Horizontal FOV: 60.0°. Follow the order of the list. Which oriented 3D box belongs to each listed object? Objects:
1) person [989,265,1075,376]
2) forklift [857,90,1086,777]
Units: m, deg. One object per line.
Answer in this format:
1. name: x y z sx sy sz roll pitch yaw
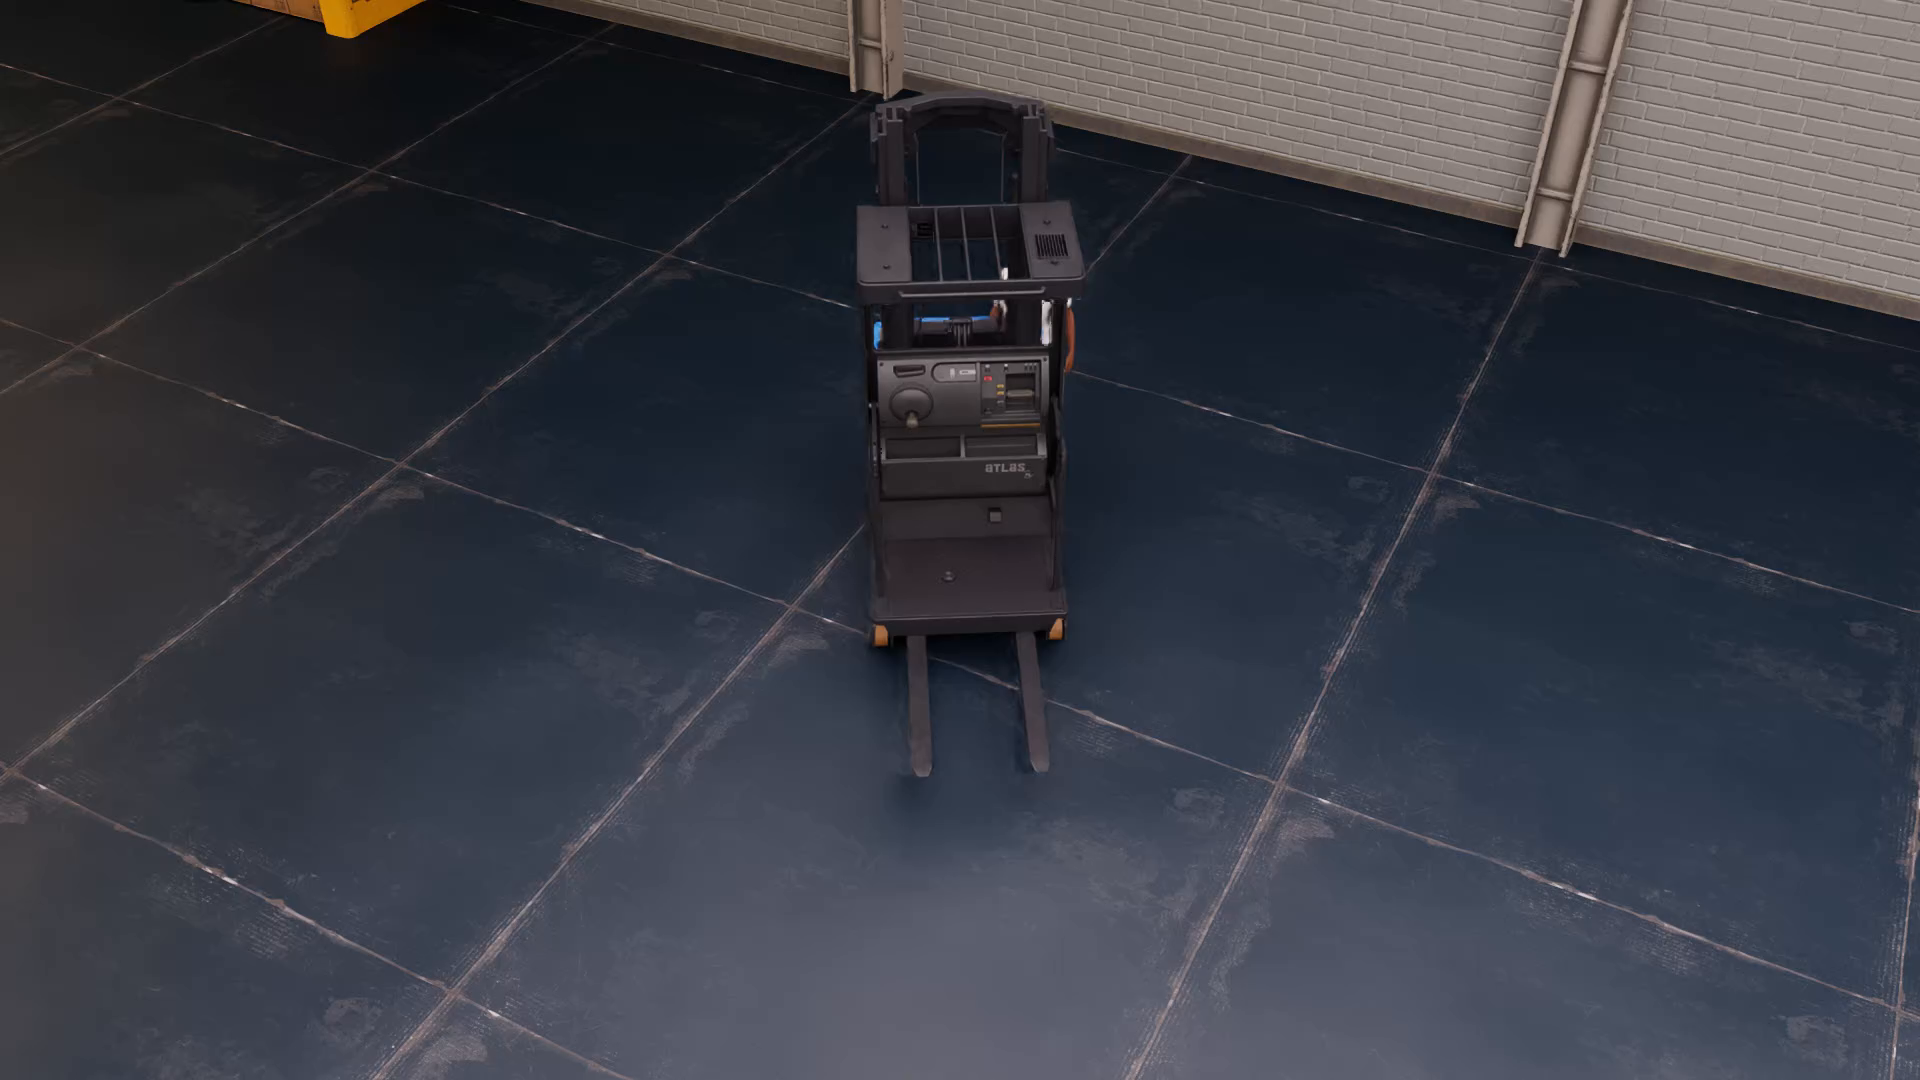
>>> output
1. person: 0.434 -1.145 10.299 0.567 1.696 0.512 -3 40 -3
2. forklift: 0.033 -0.728 8.851 1.130 2.935 3.031 -2 40 -2
